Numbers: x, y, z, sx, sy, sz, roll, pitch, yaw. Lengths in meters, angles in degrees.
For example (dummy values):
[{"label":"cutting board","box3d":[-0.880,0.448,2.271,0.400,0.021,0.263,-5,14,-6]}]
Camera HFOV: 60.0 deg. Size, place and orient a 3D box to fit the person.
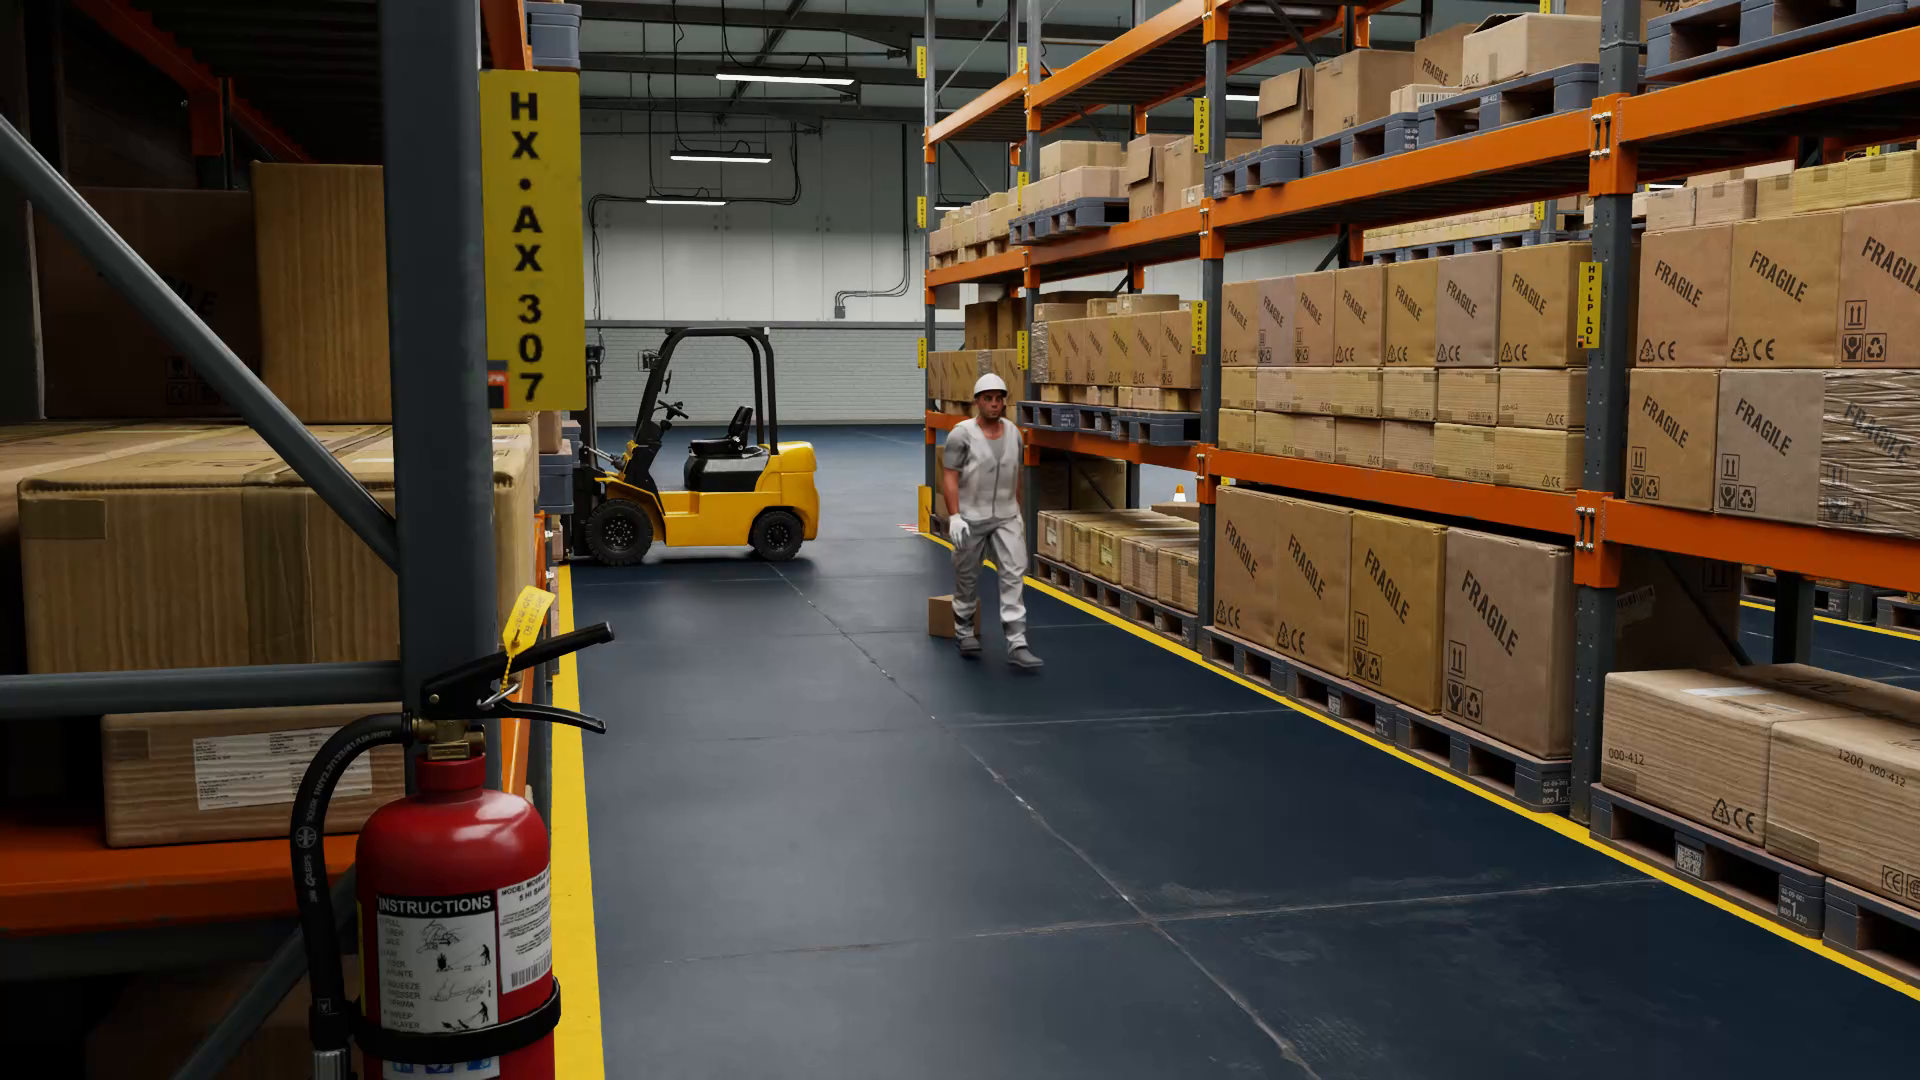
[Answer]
[{"label":"person","box3d":[0.178,-0.132,9.959,0.579,1.721,1.001,-2,6,-17]}]
